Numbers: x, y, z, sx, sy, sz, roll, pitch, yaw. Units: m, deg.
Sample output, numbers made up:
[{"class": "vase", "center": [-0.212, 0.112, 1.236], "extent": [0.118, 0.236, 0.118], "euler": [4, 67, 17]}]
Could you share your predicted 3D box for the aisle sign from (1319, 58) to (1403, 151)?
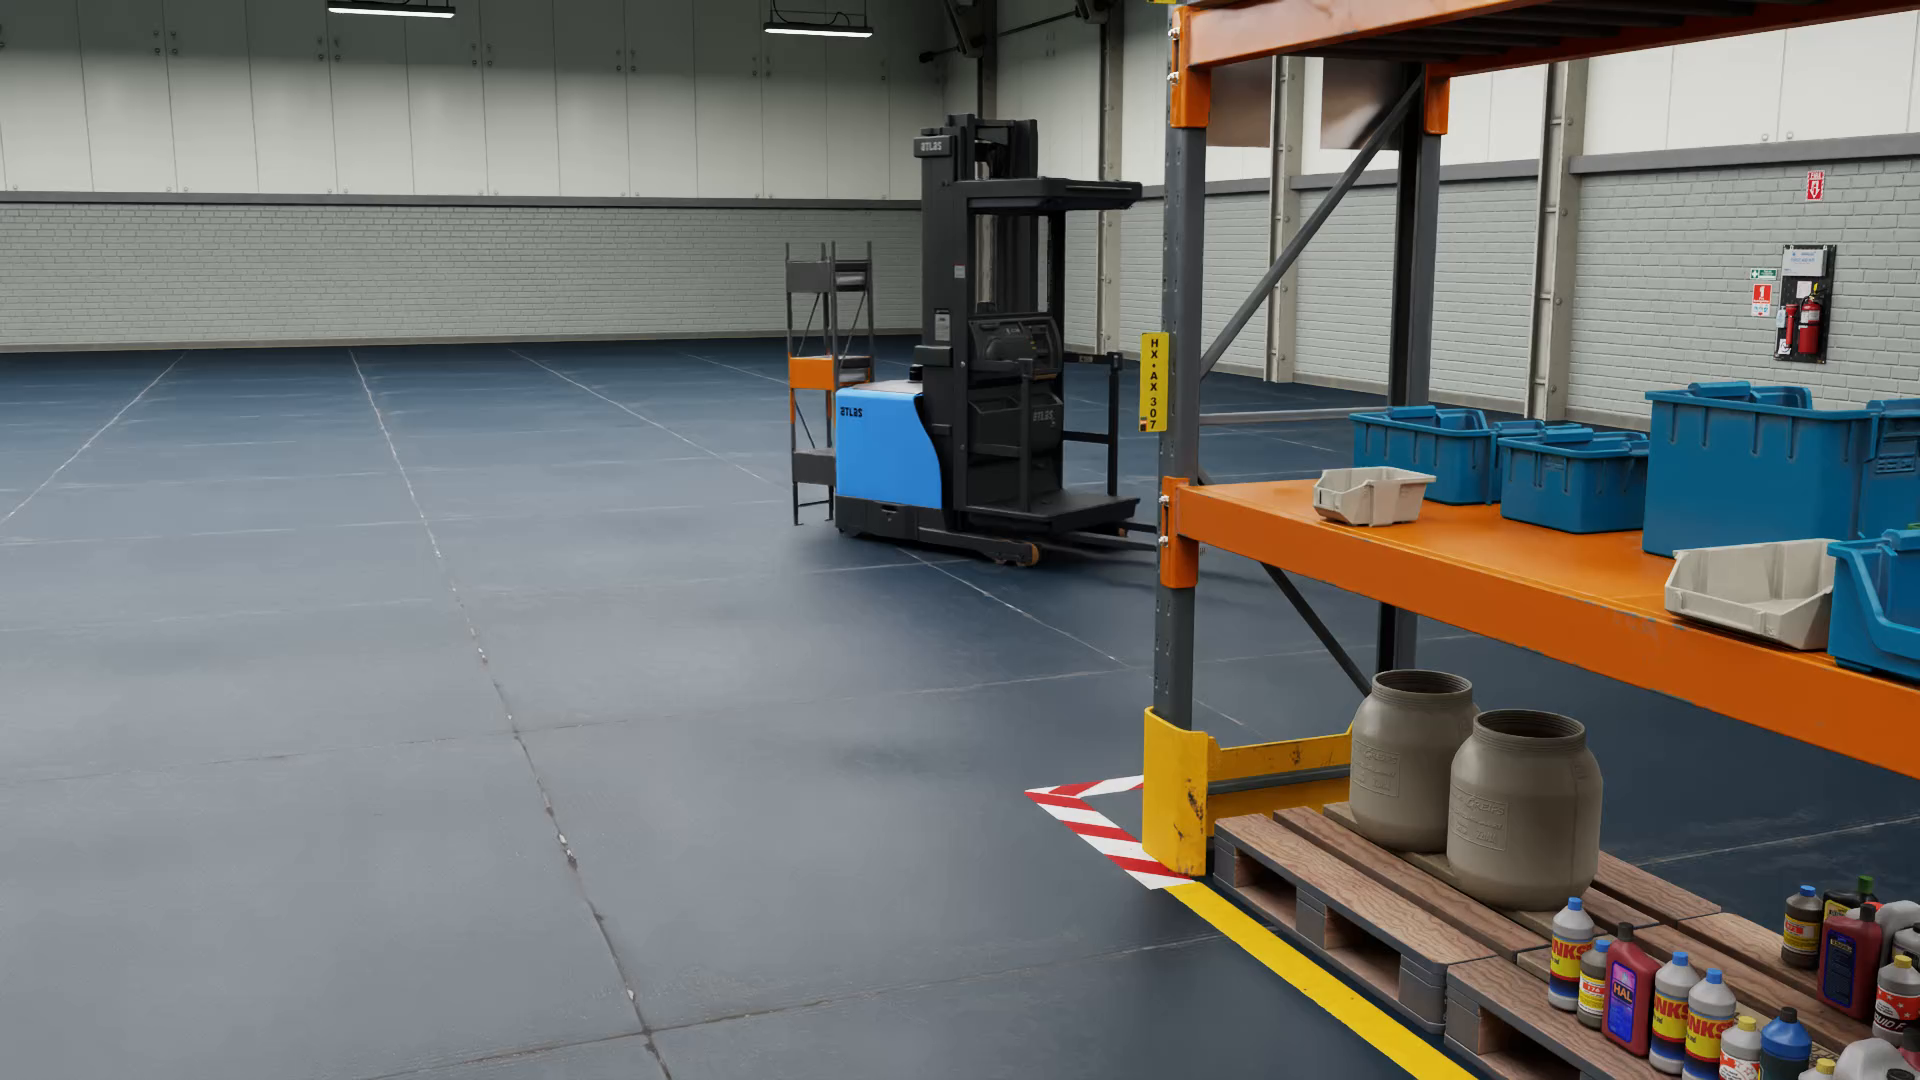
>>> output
[{"class": "aisle sign", "center": [1.407, -1.730, 5.657], "extent": [0.394, 0.787, 0.004], "euler": [-4, 11, -21]}]

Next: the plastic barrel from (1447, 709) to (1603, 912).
[{"class": "plastic barrel", "center": [1.647, 0.783, 4.857], "extent": [0.421, 0.512, 0.421], "euler": [0, 10, 0]}]

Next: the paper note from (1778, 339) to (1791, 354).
[{"class": "paper note", "center": [8.415, -1.973, 16.964], "extent": [0.016, 0.148, 0.142], "euler": [-4, 11, -21]}]

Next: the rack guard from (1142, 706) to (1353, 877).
[{"class": "rack guard", "center": [1.227, 0.821, 5.878], "extent": [1.175, 0.500, 0.348], "euler": [-4, 11, -21]}]

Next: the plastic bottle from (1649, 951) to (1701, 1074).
[{"class": "plastic bottle", "center": [1.647, 1.079, 3.823], "extent": [0.097, 0.271, 0.097], "euler": [0, 10, 0]}]

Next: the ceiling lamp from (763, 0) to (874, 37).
[{"class": "ceiling lamp", "center": [-2.645, -10.767, 30.090], "extent": [2.000, 3.185, 0.800], "euler": [-4, 11, -21]}]

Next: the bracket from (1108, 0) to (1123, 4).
[{"class": "bracket", "center": [3.506, -9.121, 27.224], "extent": [0.076, 0.066, 4.783], "euler": [-4, 11, -21]}]

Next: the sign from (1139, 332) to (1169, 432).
[{"class": "sign", "center": [0.641, -0.521, 5.496], "extent": [0.100, 0.325, 0.005], "euler": [-4, 11, -21]}]

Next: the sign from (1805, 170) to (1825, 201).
[{"class": "sign", "center": [8.505, -3.523, 16.540], "extent": [0.001, 0.298, 0.199], "euler": [-4, 11, -21]}]

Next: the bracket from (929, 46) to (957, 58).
[{"class": "bracket", "center": [-0.548, -10.947, 37.488], "extent": [0.076, 0.066, 3.189], "euler": [-4, 11, -21]}]

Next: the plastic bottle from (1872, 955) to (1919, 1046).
[{"class": "plastic bottle", "center": [2.236, 1.090, 3.960], "extent": [0.097, 0.201, 0.097], "euler": [0, 10, 0]}]

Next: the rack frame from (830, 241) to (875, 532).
[{"class": "rack frame", "center": [-0.770, -1.121, 12.167], "extent": [0.015, 2.100, 0.400], "euler": [8, 12, 42]}]

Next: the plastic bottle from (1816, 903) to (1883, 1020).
[{"class": "plastic bottle", "center": [2.197, 1.023, 4.103], "extent": [0.061, 0.283, 0.133], "euler": [-4, 11, -21]}]

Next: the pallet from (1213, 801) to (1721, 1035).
[{"class": "pallet", "center": [1.517, 1.096, 5.156], "extent": [1.003, 0.211, 1.213], "euler": [-4, 11, -21]}]

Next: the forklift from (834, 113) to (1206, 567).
[{"class": "forklift", "center": [0.543, -1.366, 11.231], "extent": [3.031, 2.935, 1.130], "euler": [8, 13, 39]}]

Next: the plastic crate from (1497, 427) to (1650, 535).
[{"class": "plastic crate", "center": [1.846, -0.177, 4.775], "extent": [0.499, 0.251, 0.408], "euler": [-4, 11, -21]}]

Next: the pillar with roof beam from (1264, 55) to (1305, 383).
[{"class": "pillar with roof beam", "center": [0.914, -6.607, 23.369], "extent": [9.100, 9.000, 0.400], "euler": [-4, 11, -21]}]

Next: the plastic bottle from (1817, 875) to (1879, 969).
[{"class": "plastic bottle", "center": [2.289, 0.991, 4.282], "extent": [0.061, 0.283, 0.133], "euler": [-4, 11, -20]}]

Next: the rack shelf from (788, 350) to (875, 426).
[{"class": "rack shelf", "center": [-0.950, -1.131, 12.333], "extent": [0.480, 0.518, 0.431], "euler": [8, 12, 42]}]

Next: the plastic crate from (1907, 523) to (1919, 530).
[{"class": "plastic crate", "center": [2.376, 0.098, 3.407], "extent": [0.450, 0.188, 0.662], "euler": [-4, 11, -21]}]

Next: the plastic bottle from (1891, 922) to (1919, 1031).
[{"class": "plastic bottle", "center": [2.346, 1.043, 4.015], "extent": [0.152, 0.276, 0.135], "euler": [-4, 11, -22]}]

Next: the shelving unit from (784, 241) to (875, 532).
[{"class": "shelving unit", "center": [-0.950, -1.145, 12.330], "extent": [0.503, 2.100, 0.431], "euler": [8, 12, 42]}]

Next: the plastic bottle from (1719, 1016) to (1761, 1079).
[{"class": "plastic bottle", "center": [1.719, 1.146, 3.647], "extent": [0.097, 0.201, 0.097], "euler": [0, 10, 0]}]

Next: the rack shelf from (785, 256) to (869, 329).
[{"class": "rack shelf", "center": [-0.960, -1.822, 12.220], "extent": [0.480, 0.518, 0.431], "euler": [8, 12, 42]}]

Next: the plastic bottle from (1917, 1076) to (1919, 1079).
[{"class": "plastic bottle", "center": [1.917, 1.150, 3.196], "extent": [0.144, 0.351, 0.185], "euler": [-4, 11, -21]}]

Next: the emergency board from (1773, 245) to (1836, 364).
[{"class": "emergency board", "center": [8.415, -2.374, 16.700], "extent": [0.194, 1.169, 0.643], "euler": [-4, 11, -21]}]

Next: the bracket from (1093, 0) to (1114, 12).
[{"class": "bracket", "center": [2.572, -9.542, 29.588], "extent": [0.235, 0.232, 0.430], "euler": [-4, 11, -21]}]

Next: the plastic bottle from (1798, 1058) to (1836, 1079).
[{"class": "plastic bottle", "center": [1.793, 1.180, 3.458], "extent": [0.097, 0.201, 0.097], "euler": [0, 10, 0]}]

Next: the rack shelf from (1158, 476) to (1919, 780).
[{"class": "rack shelf", "center": [1.881, 0.261, 3.940], "extent": [1.077, 0.370, 4.000], "euler": [-4, 11, -21]}]

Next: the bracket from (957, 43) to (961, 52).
[{"class": "bracket", "center": [0.097, -10.656, 35.856], "extent": [0.235, 0.232, 0.430], "euler": [-4, 11, -21]}]

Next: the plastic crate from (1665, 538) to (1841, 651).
[{"class": "plastic crate", "center": [1.781, 0.114, 3.465], "extent": [0.530, 0.136, 0.437], "euler": [-4, 11, -21]}]

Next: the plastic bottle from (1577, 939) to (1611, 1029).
[{"class": "plastic bottle", "center": [1.560, 1.074, 4.049], "extent": [0.097, 0.201, 0.097], "euler": [0, 10, 0]}]

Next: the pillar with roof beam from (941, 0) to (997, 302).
[{"class": "pillar with roof beam", "center": [-3.434, -8.566, 34.381], "extent": [9.100, 9.000, 0.548], "euler": [-4, 11, -21]}]
